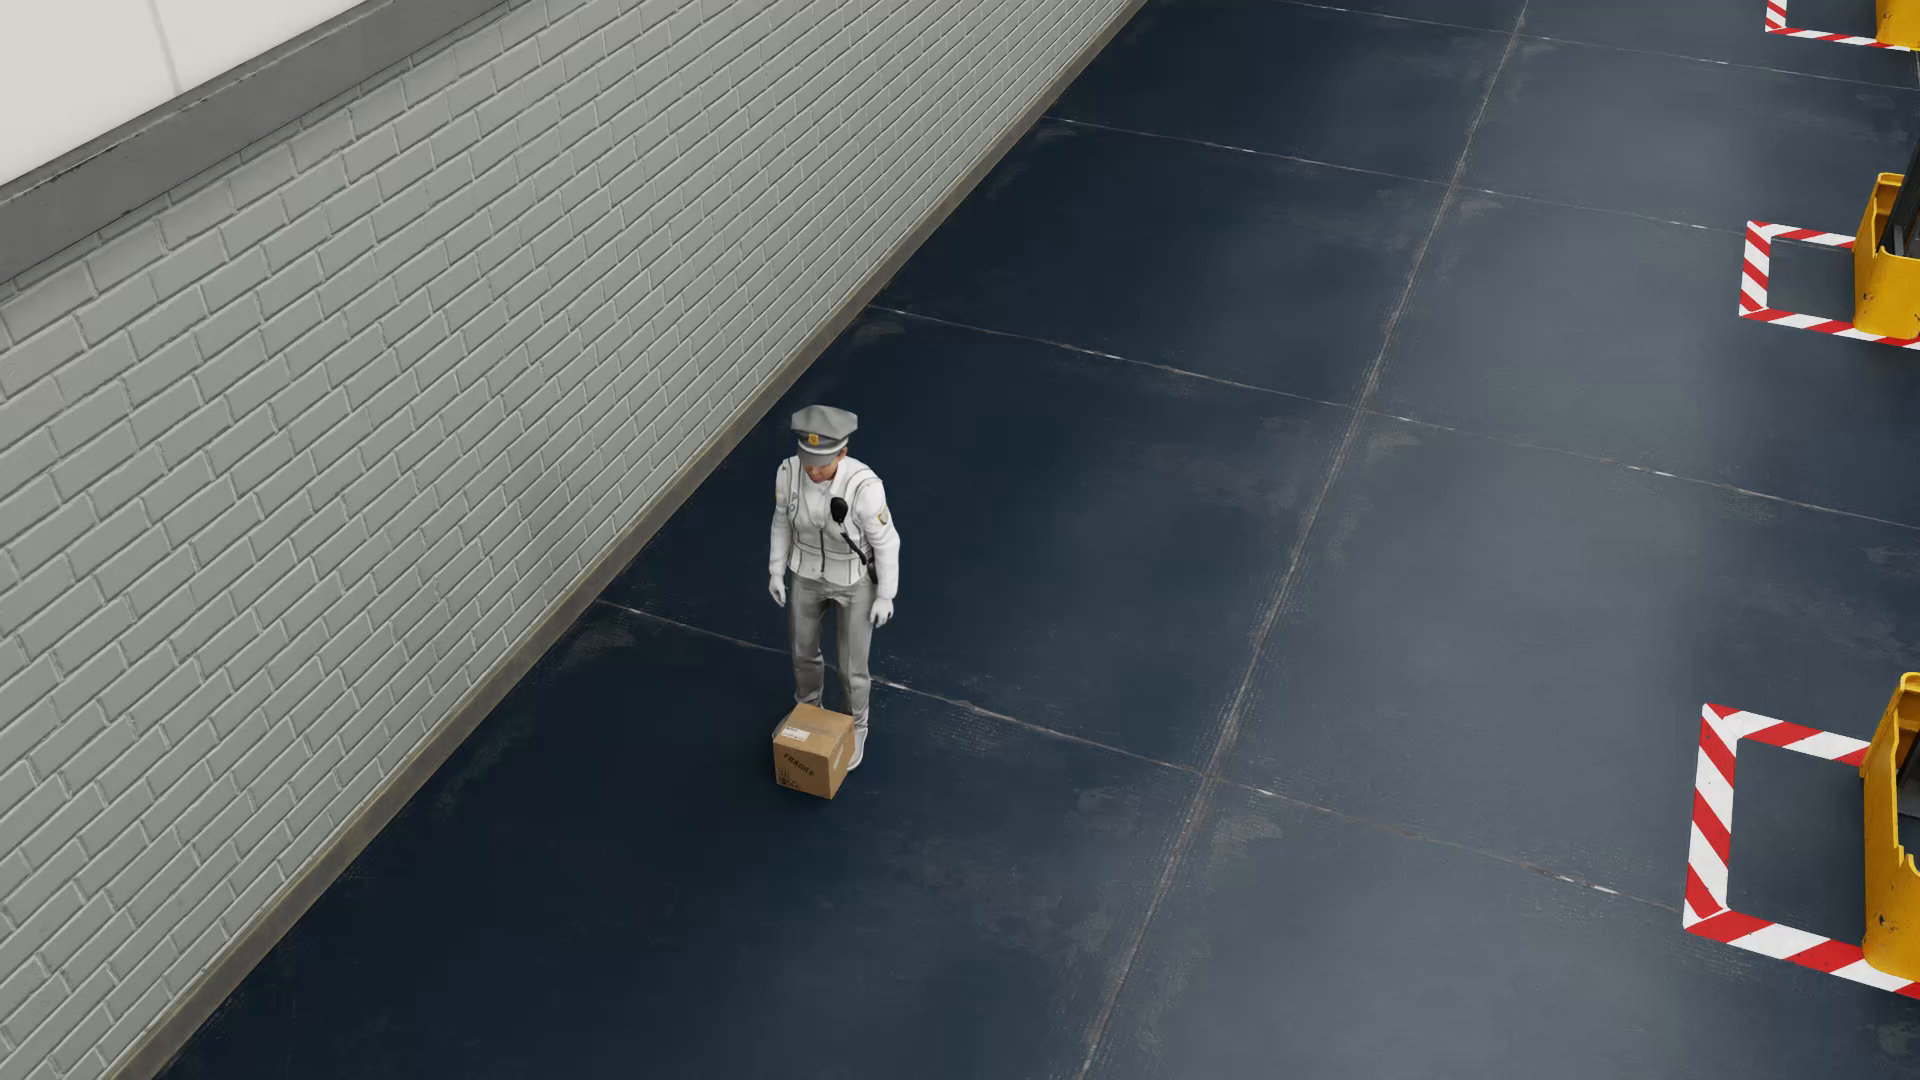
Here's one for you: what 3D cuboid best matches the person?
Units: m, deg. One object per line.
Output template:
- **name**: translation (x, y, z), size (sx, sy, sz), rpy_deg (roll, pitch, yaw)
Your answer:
- **person**: translation (-0.511, 0.183, 6.577), size (0.547, 1.666, 0.411), rpy_deg (12, 39, 15)
